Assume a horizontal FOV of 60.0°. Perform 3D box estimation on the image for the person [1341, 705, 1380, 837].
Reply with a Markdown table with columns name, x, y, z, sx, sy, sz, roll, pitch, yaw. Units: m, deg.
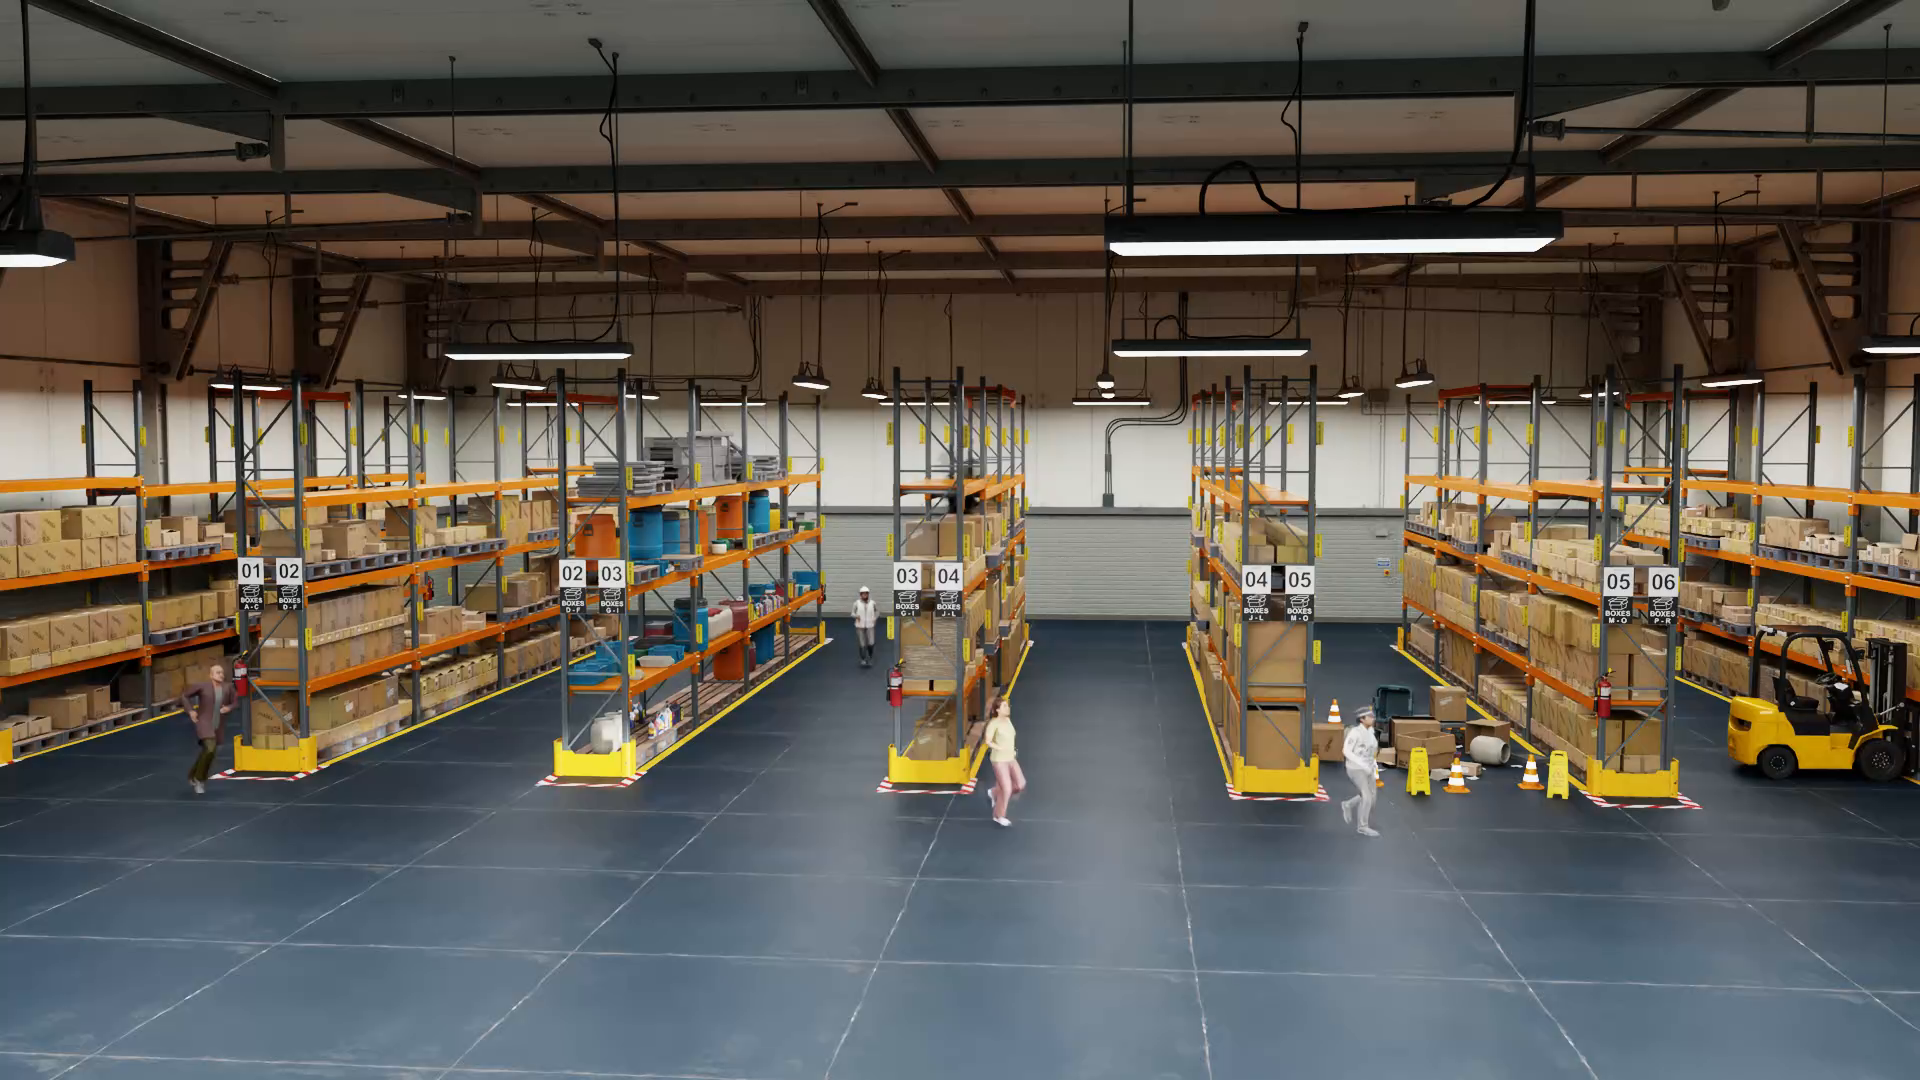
| name | x | y | z | sx | sy | sz | roll | pitch | yaw |
| --- | --- | --- | --- | --- | --- | --- | --- | --- | --- |
| person | 5.004 | 2.889 | 20.958 | 0.625 | 1.664 | 0.581 | -3 | 5 | -40 |

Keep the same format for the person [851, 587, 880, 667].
| name | x | y | z | sx | sy | sz | roll | pitch | yaw |
| --- | --- | --- | --- | --- | --- | --- | --- | --- | --- |
| person | -2.045 | 1.889 | 36.046 | 0.634 | 1.750 | 0.656 | 0 | 4 | -6 |

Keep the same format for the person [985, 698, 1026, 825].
| name | x | y | z | sx | sy | sz | roll | pitch | yaw |
| --- | --- | --- | --- | --- | --- | --- | --- | --- | --- |
| person | 0.551 | 2.853 | 21.497 | 0.561 | 1.636 | 0.617 | 3 | 5 | 38 |

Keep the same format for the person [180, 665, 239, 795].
| name | x | y | z | sx | sy | sz | roll | pitch | yaw |
| --- | --- | --- | --- | --- | --- | --- | --- | --- | --- |
| person | -10.634 | 2.670 | 23.601 | 0.718 | 1.793 | 0.698 | 2 | 4 | 34 |
